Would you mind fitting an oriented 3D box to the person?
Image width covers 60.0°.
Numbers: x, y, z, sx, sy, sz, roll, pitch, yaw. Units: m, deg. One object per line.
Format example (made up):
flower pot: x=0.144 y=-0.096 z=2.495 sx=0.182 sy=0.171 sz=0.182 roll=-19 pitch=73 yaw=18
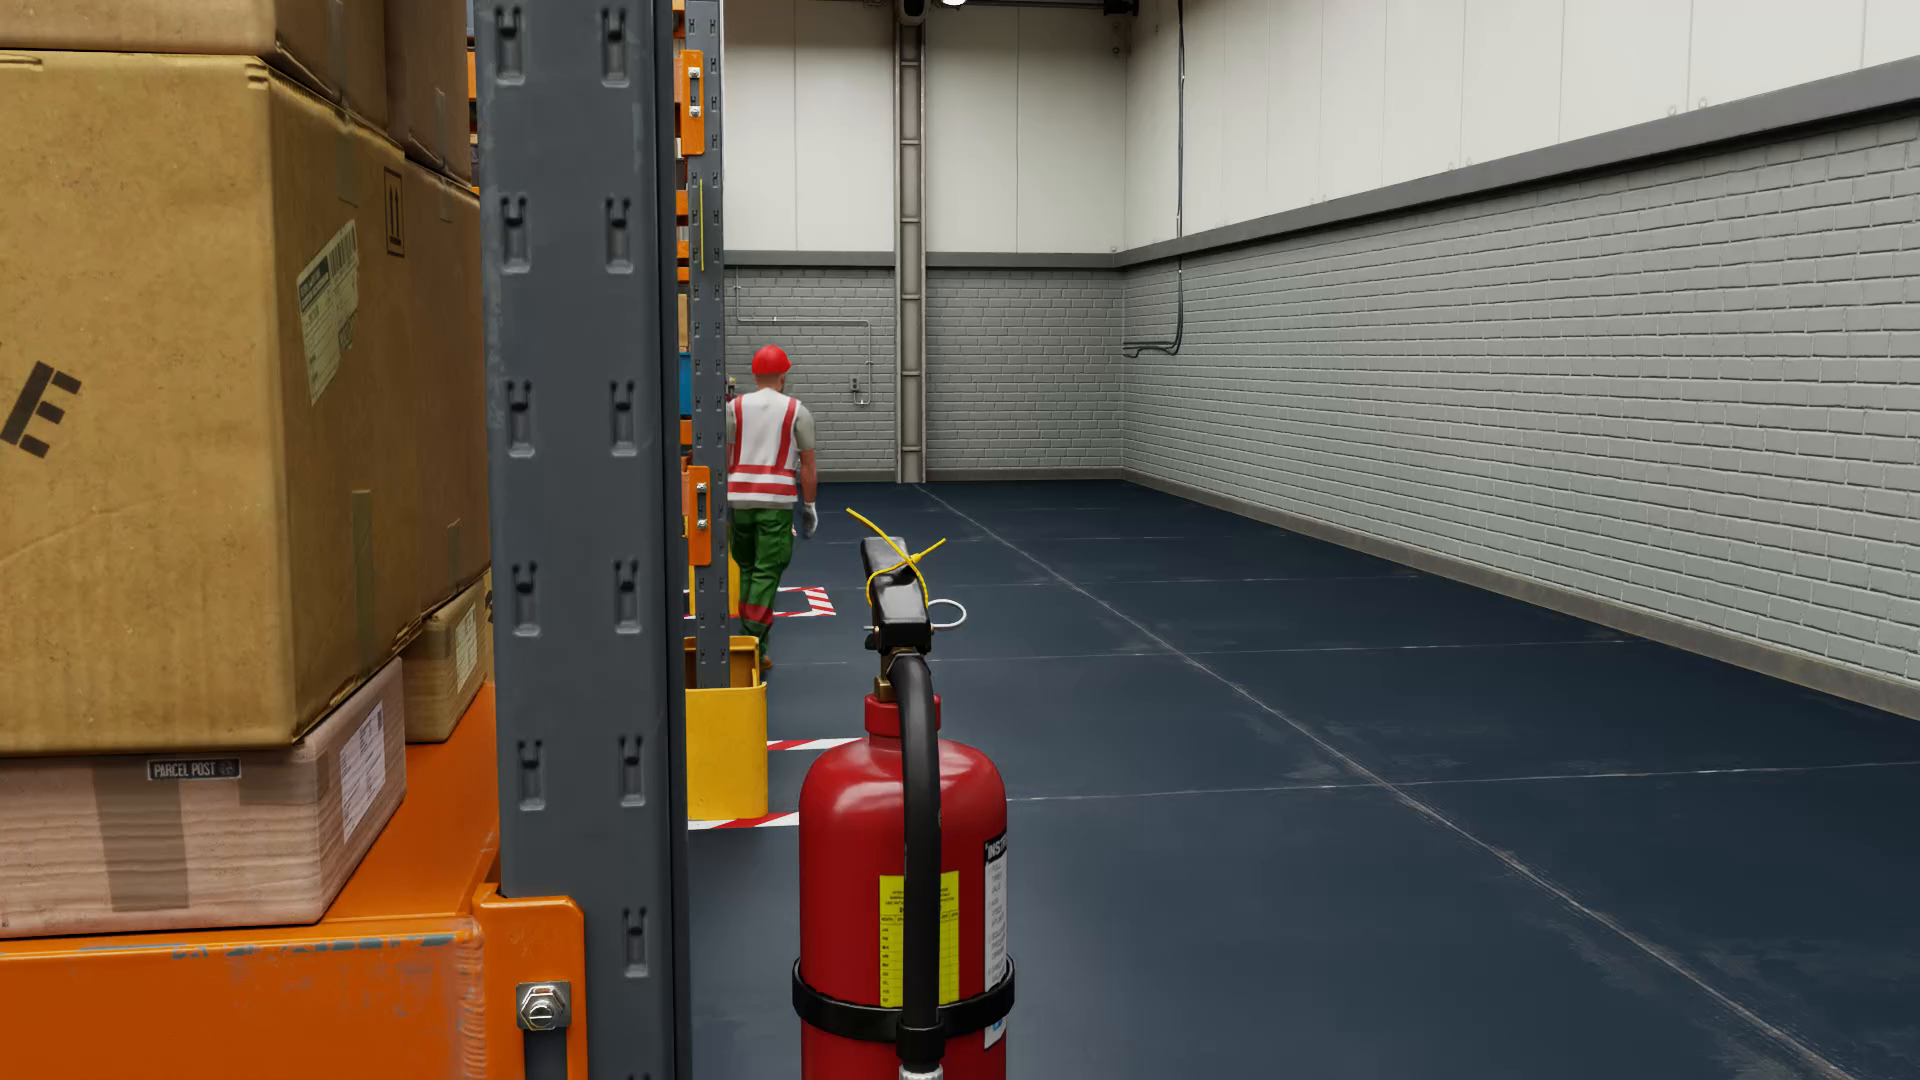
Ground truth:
person: x=-1.068 y=-0.156 z=9.085 sx=0.578 sy=1.808 sz=0.695 roll=1 pitch=7 yaw=11
